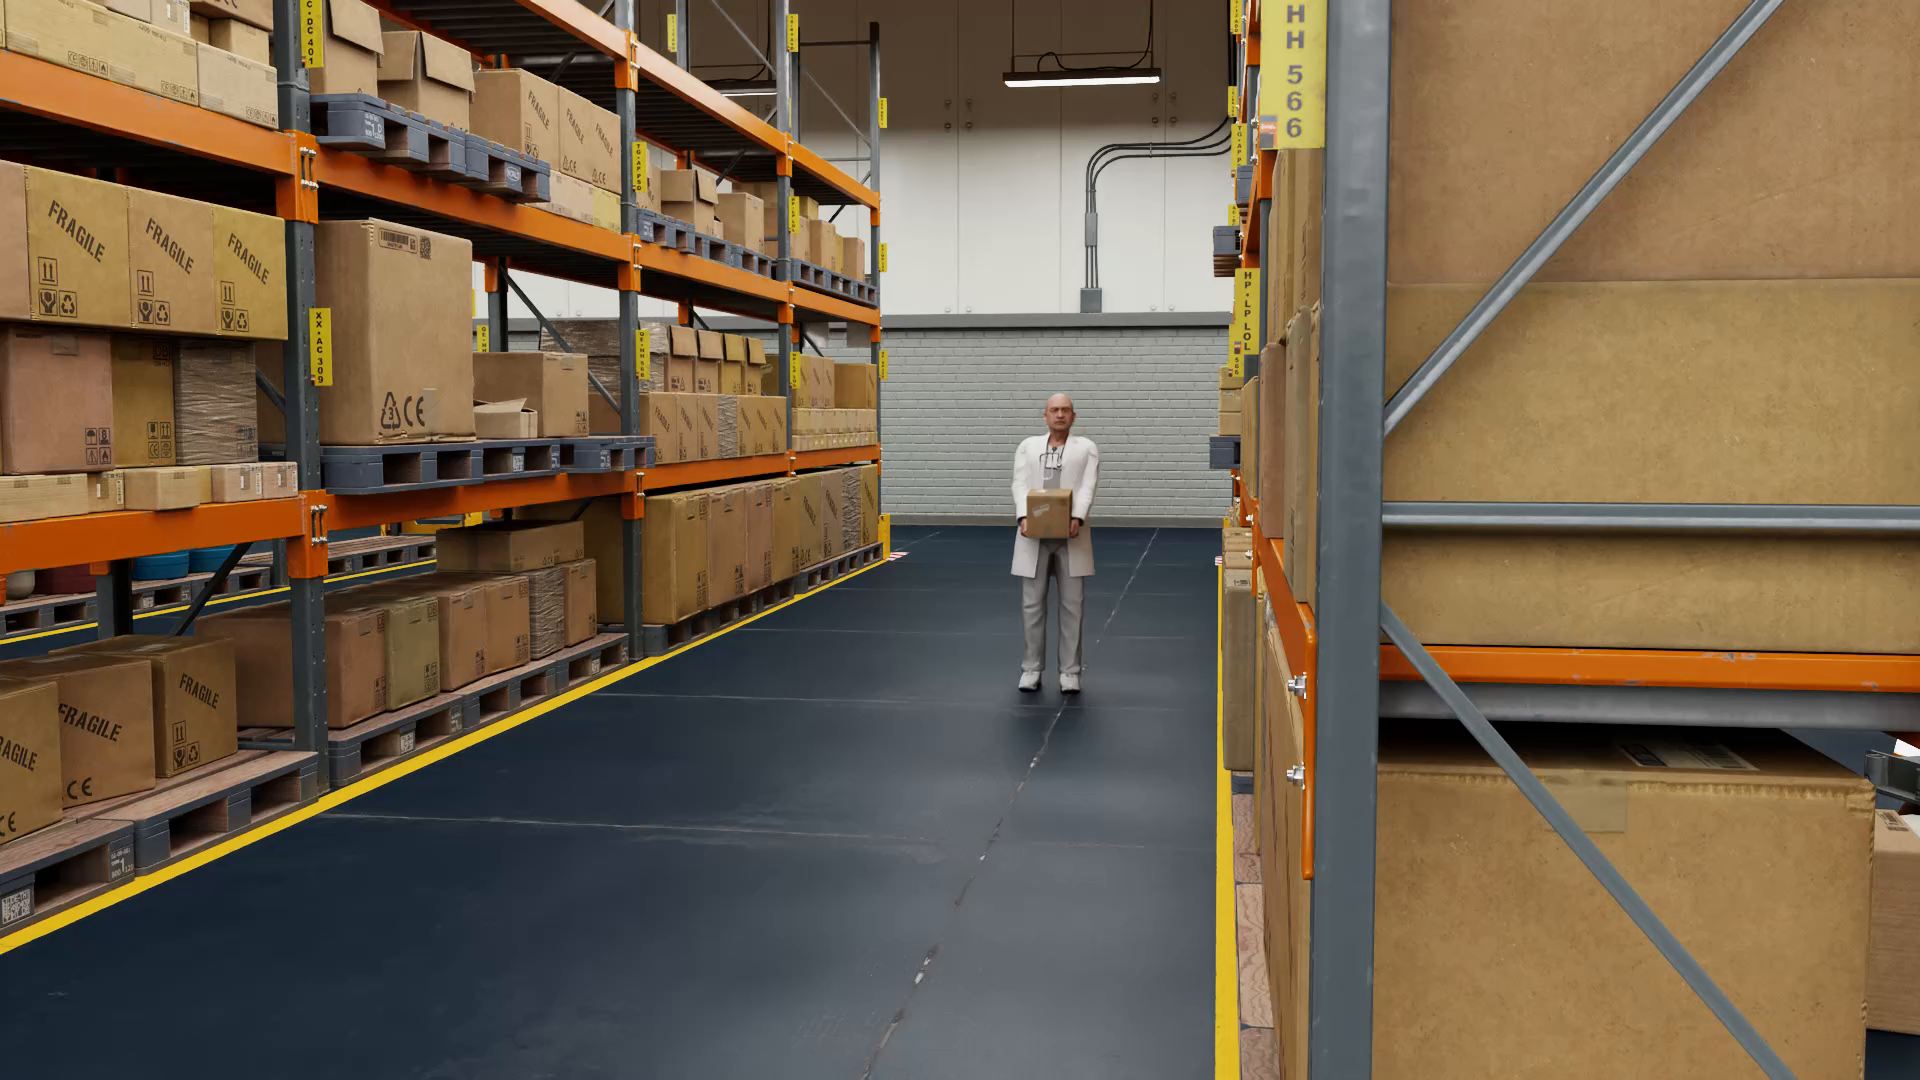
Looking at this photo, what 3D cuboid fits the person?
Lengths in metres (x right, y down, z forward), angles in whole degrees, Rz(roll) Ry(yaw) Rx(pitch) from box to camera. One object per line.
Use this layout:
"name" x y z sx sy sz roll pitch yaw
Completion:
"person" 0.561 0.015 9.928 0.530 1.769 0.556 1 4 8
